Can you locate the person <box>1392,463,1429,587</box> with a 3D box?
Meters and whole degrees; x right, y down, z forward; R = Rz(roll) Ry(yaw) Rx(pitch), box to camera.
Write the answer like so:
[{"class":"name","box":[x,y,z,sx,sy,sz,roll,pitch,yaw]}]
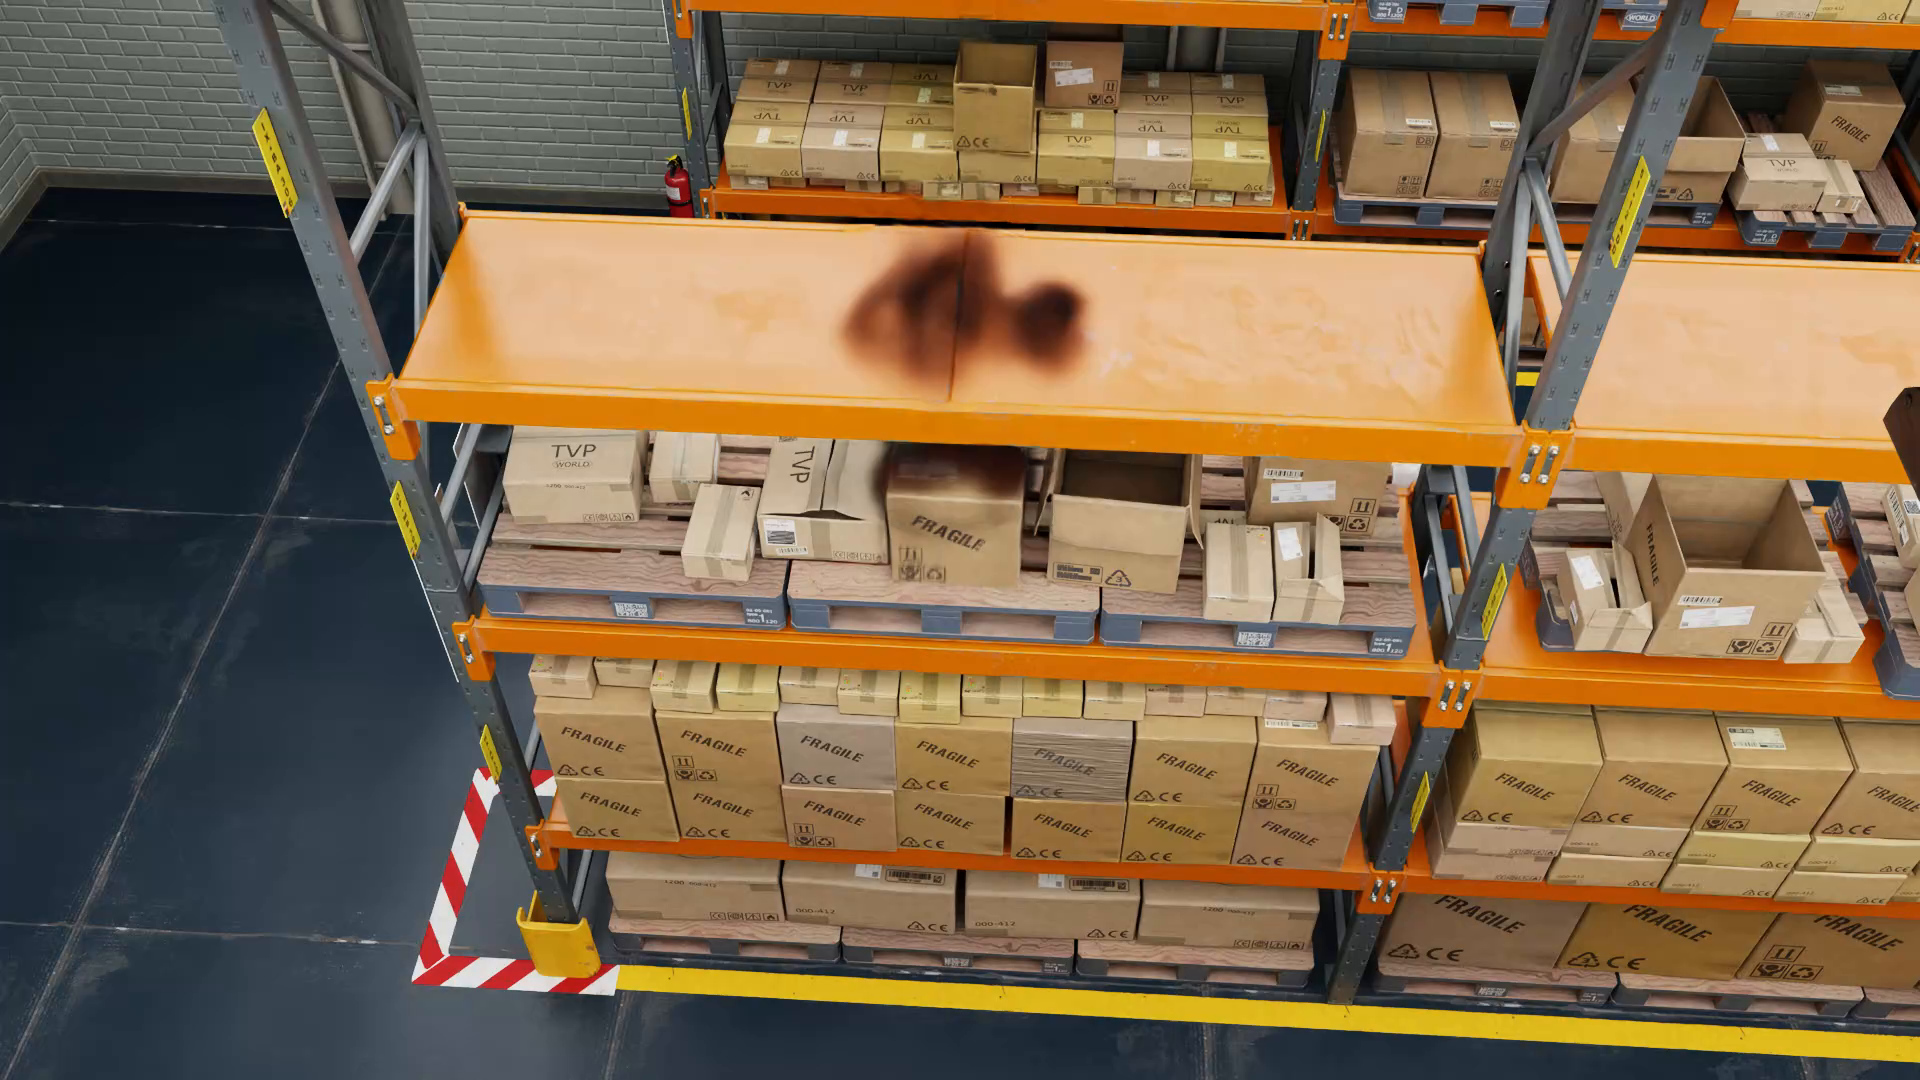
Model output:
[{"class":"person","box":[2.341,0.191,9.138,0.590,1.738,0.718,2,48,2]}]
